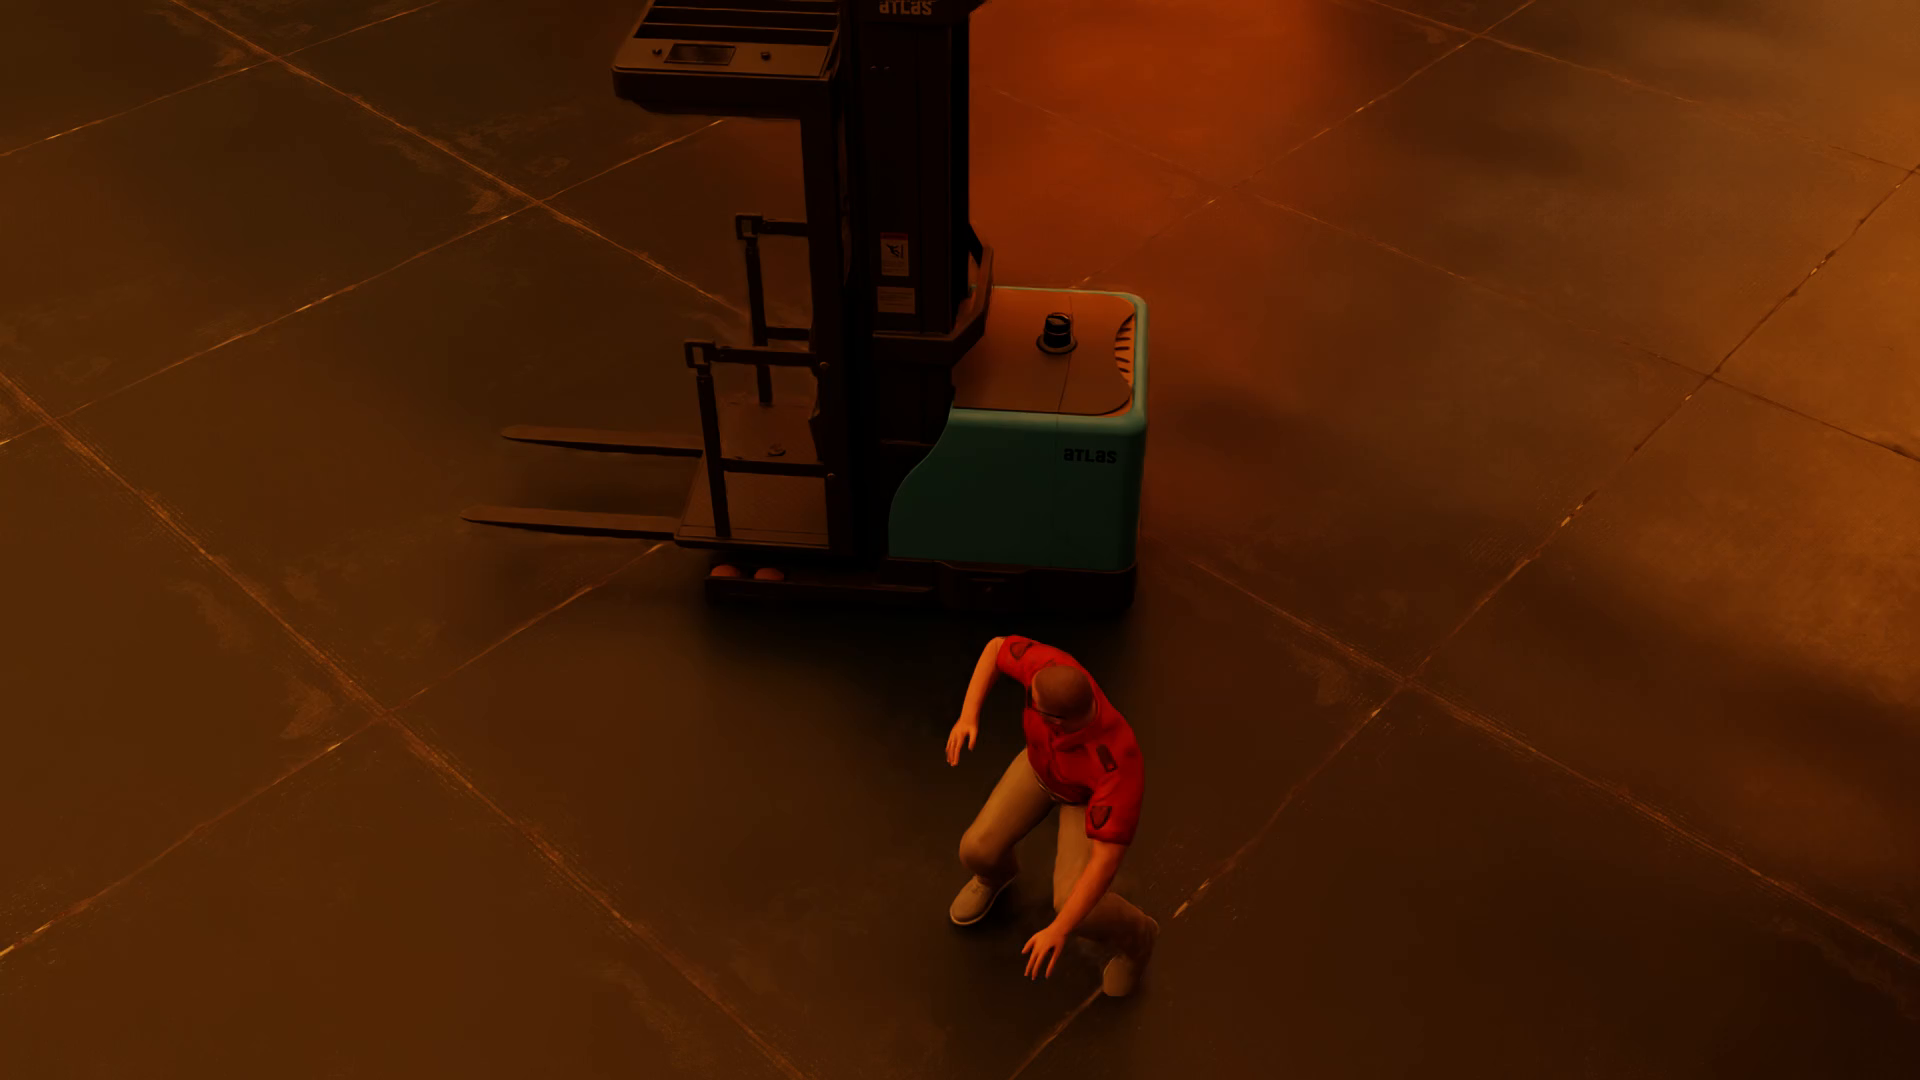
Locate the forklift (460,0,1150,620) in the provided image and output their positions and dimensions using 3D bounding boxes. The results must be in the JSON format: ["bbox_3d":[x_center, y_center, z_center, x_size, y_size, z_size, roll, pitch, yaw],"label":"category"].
[{"bbox_3d":[-0.705,-1.166,6.787,3.031,2.935,1.130,4,41,4],"label":"forklift"}]

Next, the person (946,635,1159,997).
[{"bbox_3d":[0.259,0.937,5.508,0.794,1.498,0.896,30,49,30],"label":"person"}]
